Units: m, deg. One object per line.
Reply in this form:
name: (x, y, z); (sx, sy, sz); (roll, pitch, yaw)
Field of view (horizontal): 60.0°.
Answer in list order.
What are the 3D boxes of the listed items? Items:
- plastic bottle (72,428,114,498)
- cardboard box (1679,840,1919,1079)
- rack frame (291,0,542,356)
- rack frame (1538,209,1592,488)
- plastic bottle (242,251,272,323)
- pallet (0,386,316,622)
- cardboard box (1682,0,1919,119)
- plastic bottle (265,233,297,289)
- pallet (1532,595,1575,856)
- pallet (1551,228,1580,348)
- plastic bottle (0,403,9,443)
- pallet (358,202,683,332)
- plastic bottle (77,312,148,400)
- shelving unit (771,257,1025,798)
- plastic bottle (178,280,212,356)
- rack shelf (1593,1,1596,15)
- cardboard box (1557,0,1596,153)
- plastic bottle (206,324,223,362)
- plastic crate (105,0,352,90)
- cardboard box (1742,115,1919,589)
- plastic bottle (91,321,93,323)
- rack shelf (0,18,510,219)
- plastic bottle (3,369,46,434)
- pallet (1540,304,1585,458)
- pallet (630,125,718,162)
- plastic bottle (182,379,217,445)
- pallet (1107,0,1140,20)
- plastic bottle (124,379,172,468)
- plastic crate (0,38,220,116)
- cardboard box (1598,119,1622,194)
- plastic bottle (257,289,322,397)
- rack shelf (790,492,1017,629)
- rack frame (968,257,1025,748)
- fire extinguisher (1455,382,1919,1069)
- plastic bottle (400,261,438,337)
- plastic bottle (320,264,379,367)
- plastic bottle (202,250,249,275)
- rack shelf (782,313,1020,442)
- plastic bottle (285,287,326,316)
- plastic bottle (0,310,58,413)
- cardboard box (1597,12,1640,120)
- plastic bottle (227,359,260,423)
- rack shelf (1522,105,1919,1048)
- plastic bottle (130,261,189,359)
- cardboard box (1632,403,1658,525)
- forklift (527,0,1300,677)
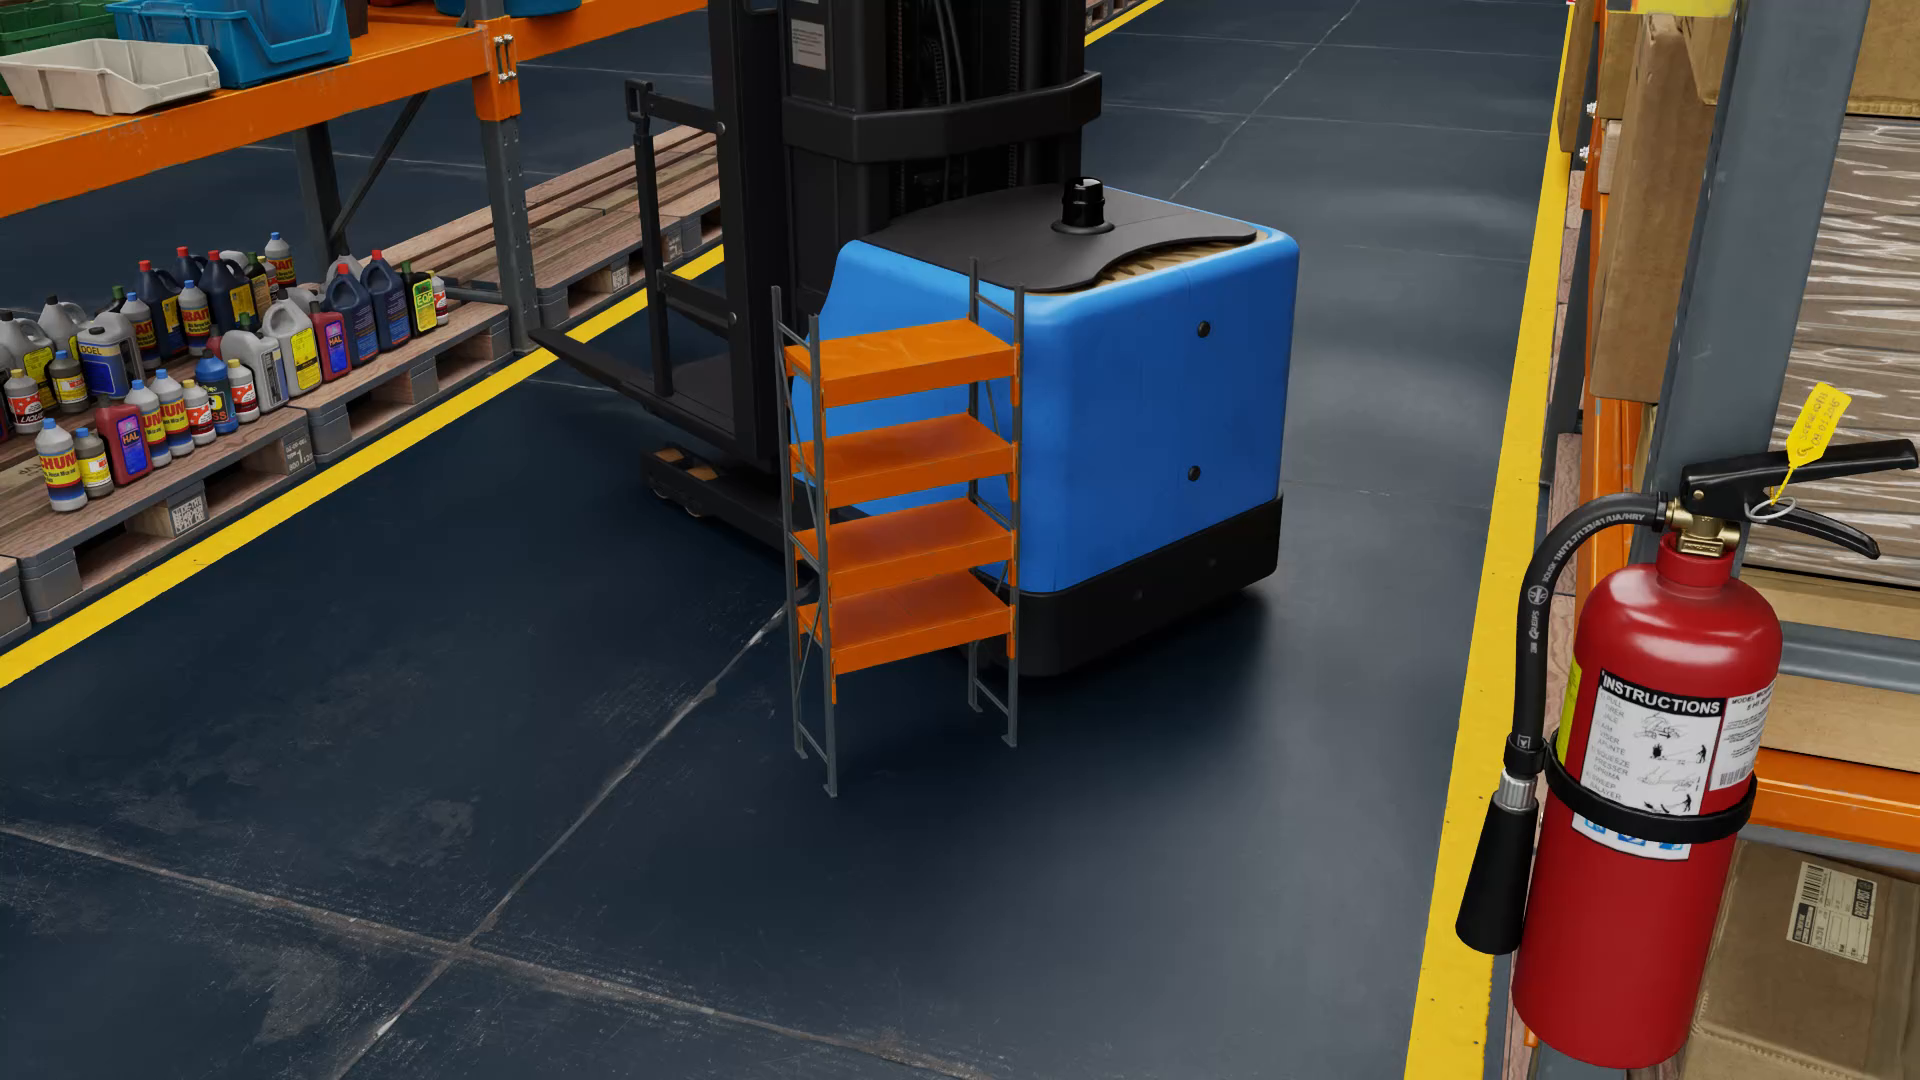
plastic bottle: (-2.622, -0.239, 5.008); (0.097, 0.201, 0.097); (0, 26, 0)
cardboard box: (1.340, 0.842, 2.455); (0.500, 0.500, 0.500); (14, 29, 27)
rack frame: (-2.223, -2.202, 6.356); (1.000, 3.000, 0.127); (9, 27, 17)
rack frame: (2.448, -1.484, 4.872); (1.000, 3.000, 0.127); (9, 27, 17)
plastic bottle: (-2.724, -0.958, 6.398); (0.061, 0.283, 0.133); (9, 27, 17)
pallet: (-2.890, -0.174, 5.367); (1.003, 0.211, 1.213); (9, 27, 17)
cardboard box: (1.067, -0.731, 1.713); (0.500, 0.500, 0.500); (9, 27, 17)
plastic bottle: (-2.742, -1.104, 6.715); (0.097, 0.271, 0.097); (0, 26, 0)
pallet: (1.853, 0.556, 3.860); (1.003, 0.211, 1.213); (9, 27, 17)
pallet: (3.110, -1.052, 7.180); (1.003, 0.211, 1.213); (9, 27, 17)
plastic bottle: (-3.146, -0.436, 5.321); (0.061, 0.283, 0.133); (9, 27, 17)
pallet: (-1.998, -1.275, 7.641); (1.003, 0.211, 1.213); (9, 27, 17)
plastic bottle: (-2.939, -0.639, 5.748); (0.152, 0.276, 0.135); (9, 27, 17)
shelving unit: (-0.136, -0.018, 3.911); (0.503, 1.200, 0.258); (-12, 28, -24)
plastic bottle: (-2.817, -0.823, 6.134); (0.097, 0.271, 0.097); (0, 26, 0)
rack shelf: (4.444, -3.625, 10.121); (1.077, 0.370, 4.000); (9, 27, 17)
cardboard box: (4.028, -2.641, 9.218); (1.225, 0.875, 0.875); (7, 27, 15)
plastic bottle: (-2.495, -0.608, 5.676); (0.061, 0.283, 0.133); (9, 27, 17)
plastic crate: (-2.335, -1.641, 5.367); (0.499, 0.251, 0.616); (9, 27, 17)
cardboard box: (1.325, -0.241, 1.849); (0.875, 0.500, 0.500); (9, 27, 17)
plastic bottle: (-3.062, -0.678, 5.915); (0.097, 0.201, 0.097); (0, 26, 0)
rack shelf: (-2.889, -1.056, 4.815); (1.077, 0.370, 4.000); (9, 27, 17)
plastic bottle: (-3.077, -0.461, 5.466); (0.097, 0.201, 0.097); (0, 26, 0)
pallet: (2.705, -0.549, 6.141); (1.003, 0.211, 1.213); (9, 27, 17)
pallet: (-1.186, -2.278, 9.712); (1.003, 0.211, 1.213); (9, 27, 17)
plastic bottle: (-2.477, -0.419, 5.380); (0.097, 0.201, 0.097); (0, 26, 0)
pallet: (1.052, -5.045, 15.428); (1.003, 0.211, 1.213); (9, 27, 17)
plastic bottle: (-2.543, -0.369, 5.196); (0.097, 0.271, 0.097); (0, 26, 0)
plastic crate: (-2.525, -1.379, 4.959); (0.530, 0.136, 0.437); (9, 27, 17)
cardboard box: (1.744, -0.917, 3.991); (0.380, 0.149, 0.250); (9, 27, 17)
plastic bottle: (-2.337, -0.690, 5.767); (0.144, 0.351, 0.185); (9, 27, 17)
rack shelf: (-0.136, 0.042, 3.940); (0.480, 0.148, 0.258); (-12, 28, -24)
rack frame: (0.082, -0.066, 4.009); (0.015, 1.200, 0.240); (-12, 28, -24)
fire extinguisher: (0.644, 0.175, 1.535); (0.296, 0.674, 0.183); (9, 27, 17)
plastic bottle: (-2.072, -0.932, 6.344); (0.061, 0.283, 0.133); (10, 28, 20)
plastic bottle: (-2.229, -0.822, 6.041); (0.144, 0.351, 0.185); (7, 27, 15)
plastic bottle: (-2.824, -0.970, 6.431); (0.152, 0.276, 0.135); (10, 27, 19)
rack shelf: (-0.136, -0.372, 3.740); (0.480, 0.148, 0.258); (-12, 28, -24)
plastic bottle: (-2.377, -0.800, 6.080); (0.152, 0.276, 0.135); (9, 27, 17)
plastic bottle: (-3.149, -0.607, 5.597); (0.144, 0.351, 0.185); (10, 28, 20)
cardboard box: (2.040, -1.286, 4.008); (0.875, 0.500, 0.500); (9, 27, 17)
plastic bottle: (-2.408, -0.504, 5.554); (0.097, 0.201, 0.097); (0, 26, 0)
rack shelf: (1.782, -0.338, 3.331); (1.077, 0.370, 4.000); (9, 27, 17)
plastic bottle: (-2.946, -0.858, 6.116); (0.144, 0.351, 0.185); (8, 27, 15)
cardboard box: (1.135, -0.087, 2.275); (0.380, 0.149, 0.250); (9, 27, 17)
forklift: (-0.413, -1.523, 5.031); (1.130, 2.935, 3.031); (-21, 33, -37)
